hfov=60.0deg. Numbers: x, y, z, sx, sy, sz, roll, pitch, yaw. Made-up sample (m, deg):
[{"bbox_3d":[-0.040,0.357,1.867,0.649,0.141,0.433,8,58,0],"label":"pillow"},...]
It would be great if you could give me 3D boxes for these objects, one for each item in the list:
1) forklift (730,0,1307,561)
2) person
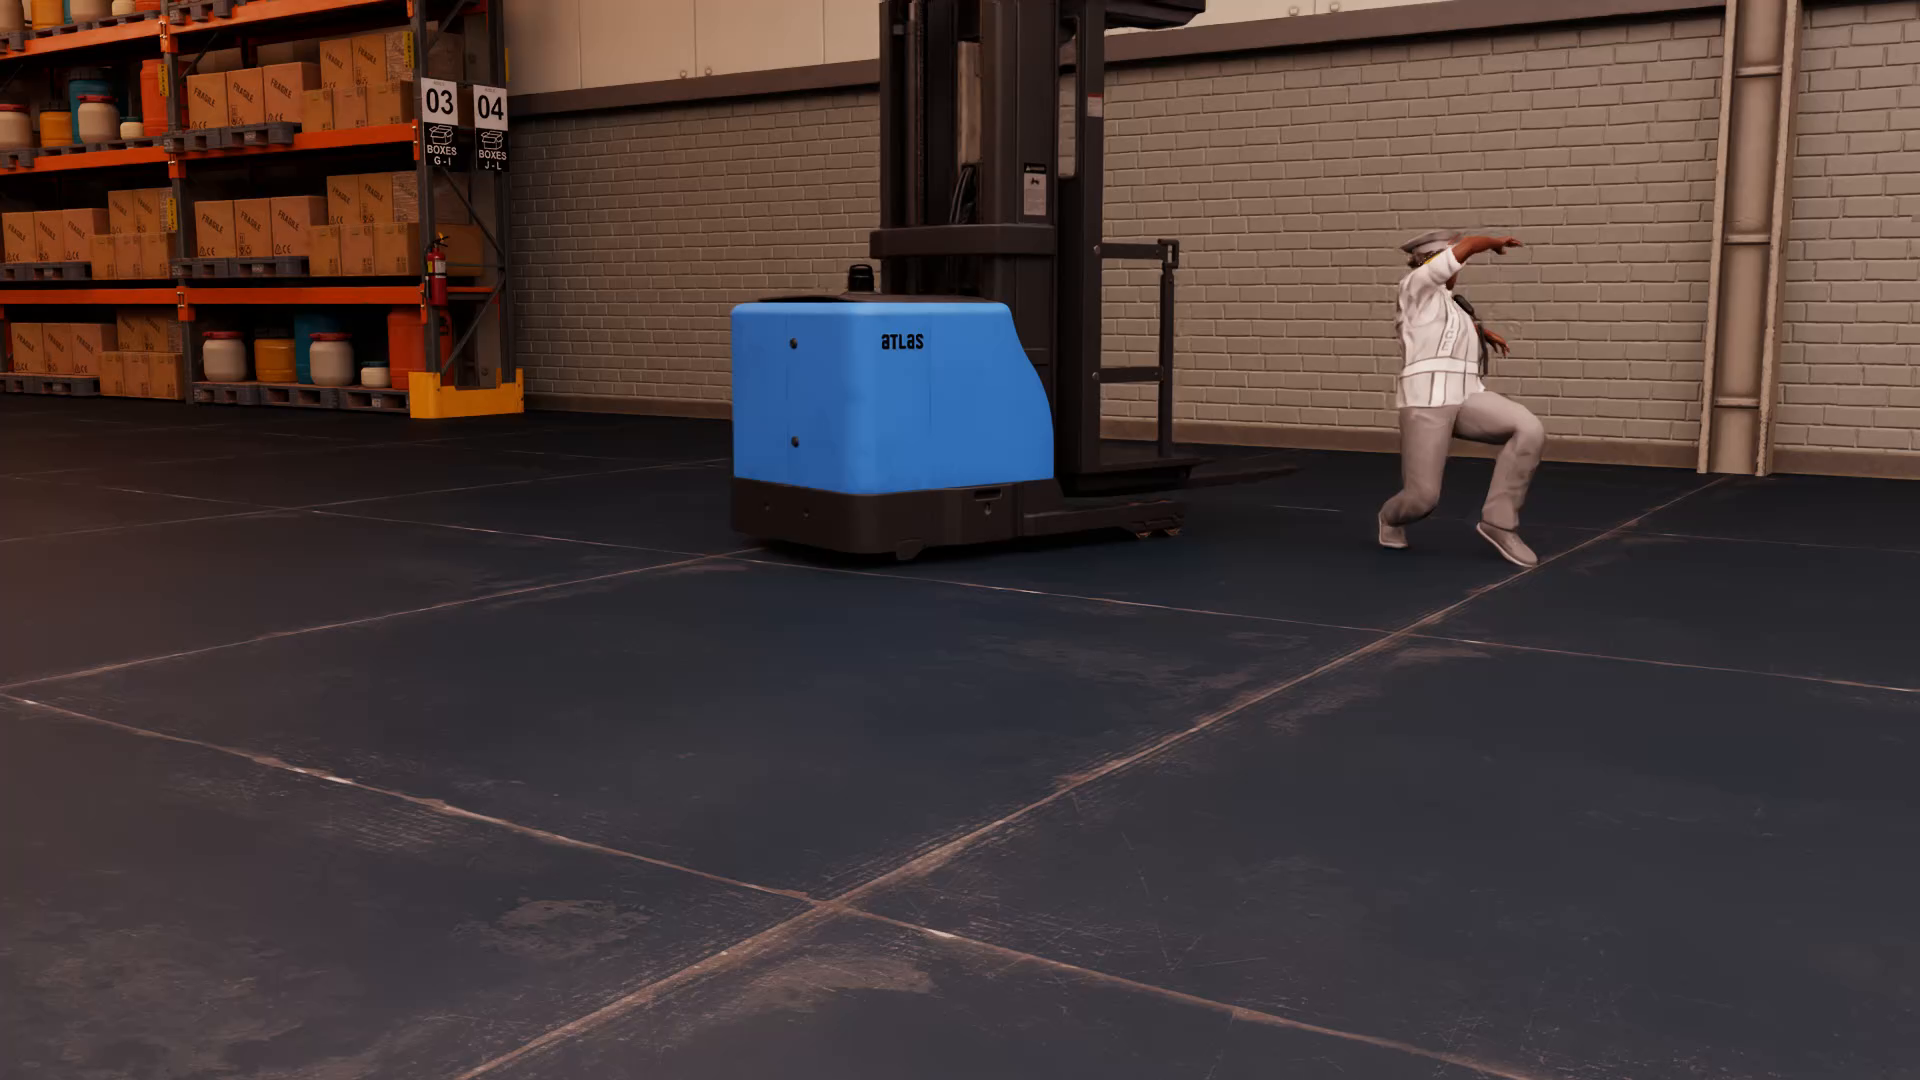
[{"bbox_3d":[0.434,-1.509,7.806,3.031,2.935,1.130,-7,10,-39],"label":"forklift"},{"bbox_3d":[2.298,-0.635,7.190,0.964,1.397,0.884,-5,10,-32],"label":"person"}]
